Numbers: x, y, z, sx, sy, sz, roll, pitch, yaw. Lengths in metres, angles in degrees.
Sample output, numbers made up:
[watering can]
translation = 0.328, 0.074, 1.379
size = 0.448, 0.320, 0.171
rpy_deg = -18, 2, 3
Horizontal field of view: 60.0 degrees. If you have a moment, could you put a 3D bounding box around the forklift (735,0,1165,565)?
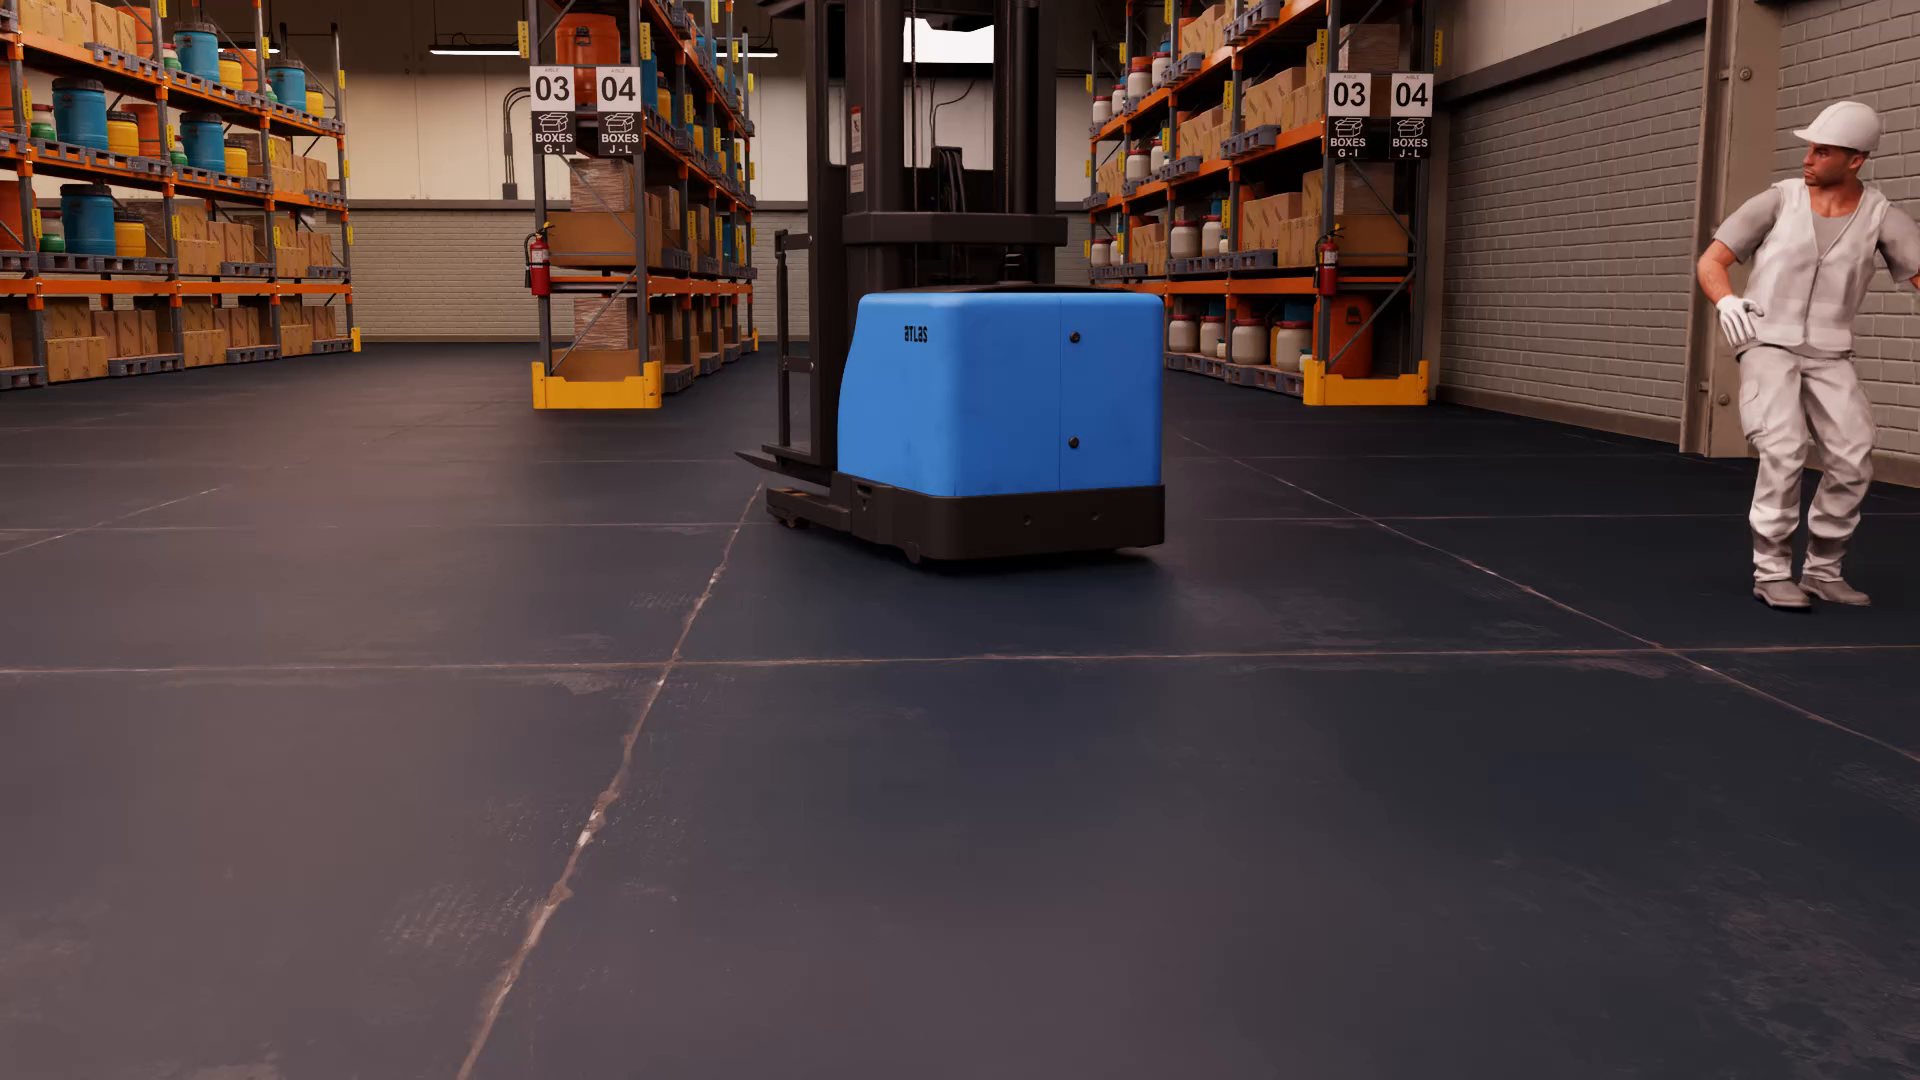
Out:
[forklift]
translation = -0.264, -1.530, 7.637
size = 1.130, 2.935, 3.031
rpy_deg = -4, 9, -25

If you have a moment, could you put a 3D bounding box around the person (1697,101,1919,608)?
[person]
translation = 2.958, -0.612, 5.703
size = 0.777, 1.730, 0.608
rpy_deg = 1, 9, 8
